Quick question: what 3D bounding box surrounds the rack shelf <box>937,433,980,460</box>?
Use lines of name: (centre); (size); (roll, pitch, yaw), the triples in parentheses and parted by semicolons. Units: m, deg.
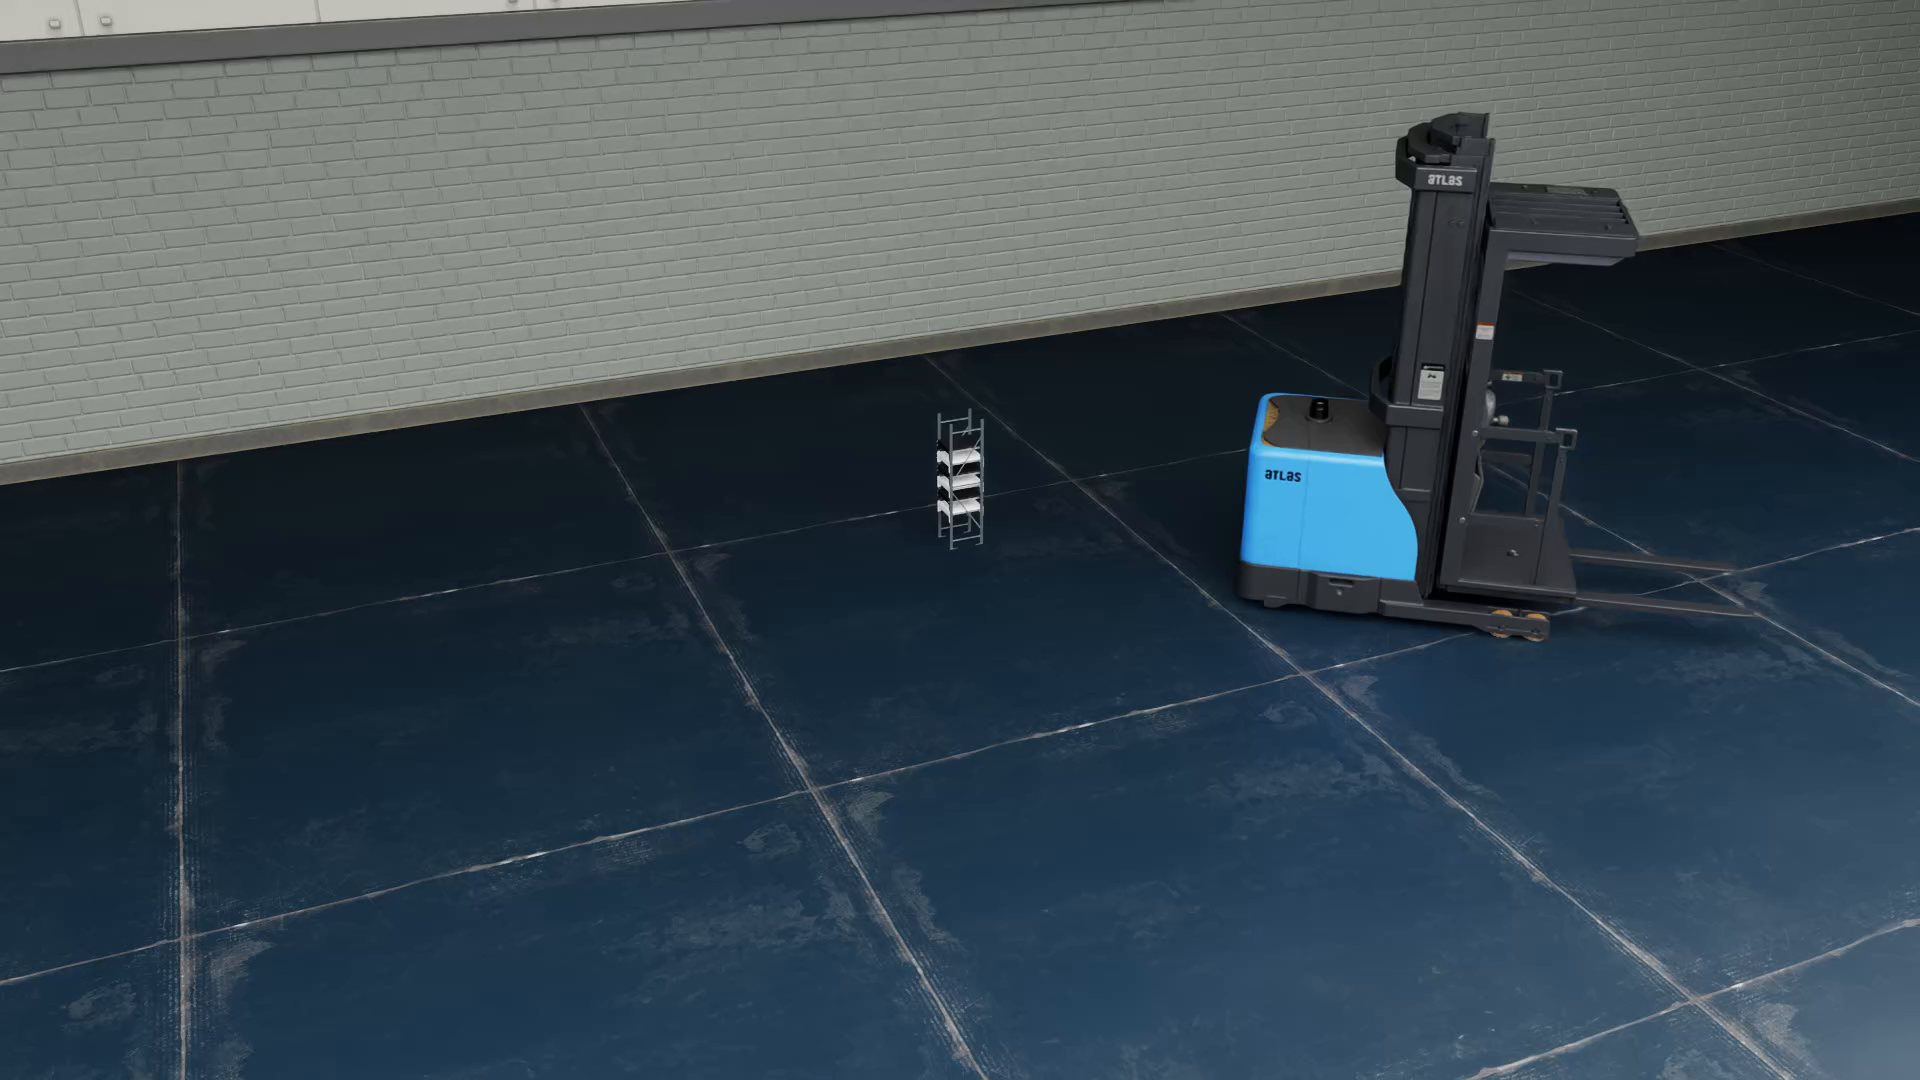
rack shelf: (0.003, -0.614, 10.942); (0.258, 0.077, 0.200); (-11, 28, -21)

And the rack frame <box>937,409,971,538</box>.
rack frame: (-0.037, -0.442, 11.130); (0.240, 0.900, 0.006); (-11, 28, -21)

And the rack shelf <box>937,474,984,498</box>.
rack shelf: (0.003, -0.371, 11.060); (0.258, 0.077, 0.200); (-11, 28, -21)

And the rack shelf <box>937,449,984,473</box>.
rack shelf: (0.003, -0.533, 10.981); (0.258, 0.077, 0.200); (-11, 28, -21)

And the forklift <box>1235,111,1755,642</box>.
forklift: (3.300, -0.964, 9.883); (3.031, 2.935, 1.130); (6, 27, 12)

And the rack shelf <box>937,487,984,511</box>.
rack shelf: (0.003, -0.290, 11.100); (0.258, 0.077, 0.200); (-11, 28, -21)

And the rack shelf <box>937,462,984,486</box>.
rack shelf: (0.003, -0.452, 11.021); (0.258, 0.077, 0.200); (-11, 28, -21)

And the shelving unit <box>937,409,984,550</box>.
shelving unit: (0.003, -0.401, 11.046); (0.258, 0.900, 0.210); (-11, 28, -21)

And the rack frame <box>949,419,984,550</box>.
rack frame: (0.043, -0.360, 10.962); (0.240, 0.900, 0.006); (-11, 28, -21)

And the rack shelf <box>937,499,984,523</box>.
rack shelf: (0.003, -0.209, 11.139); (0.258, 0.077, 0.200); (-11, 28, -21)
